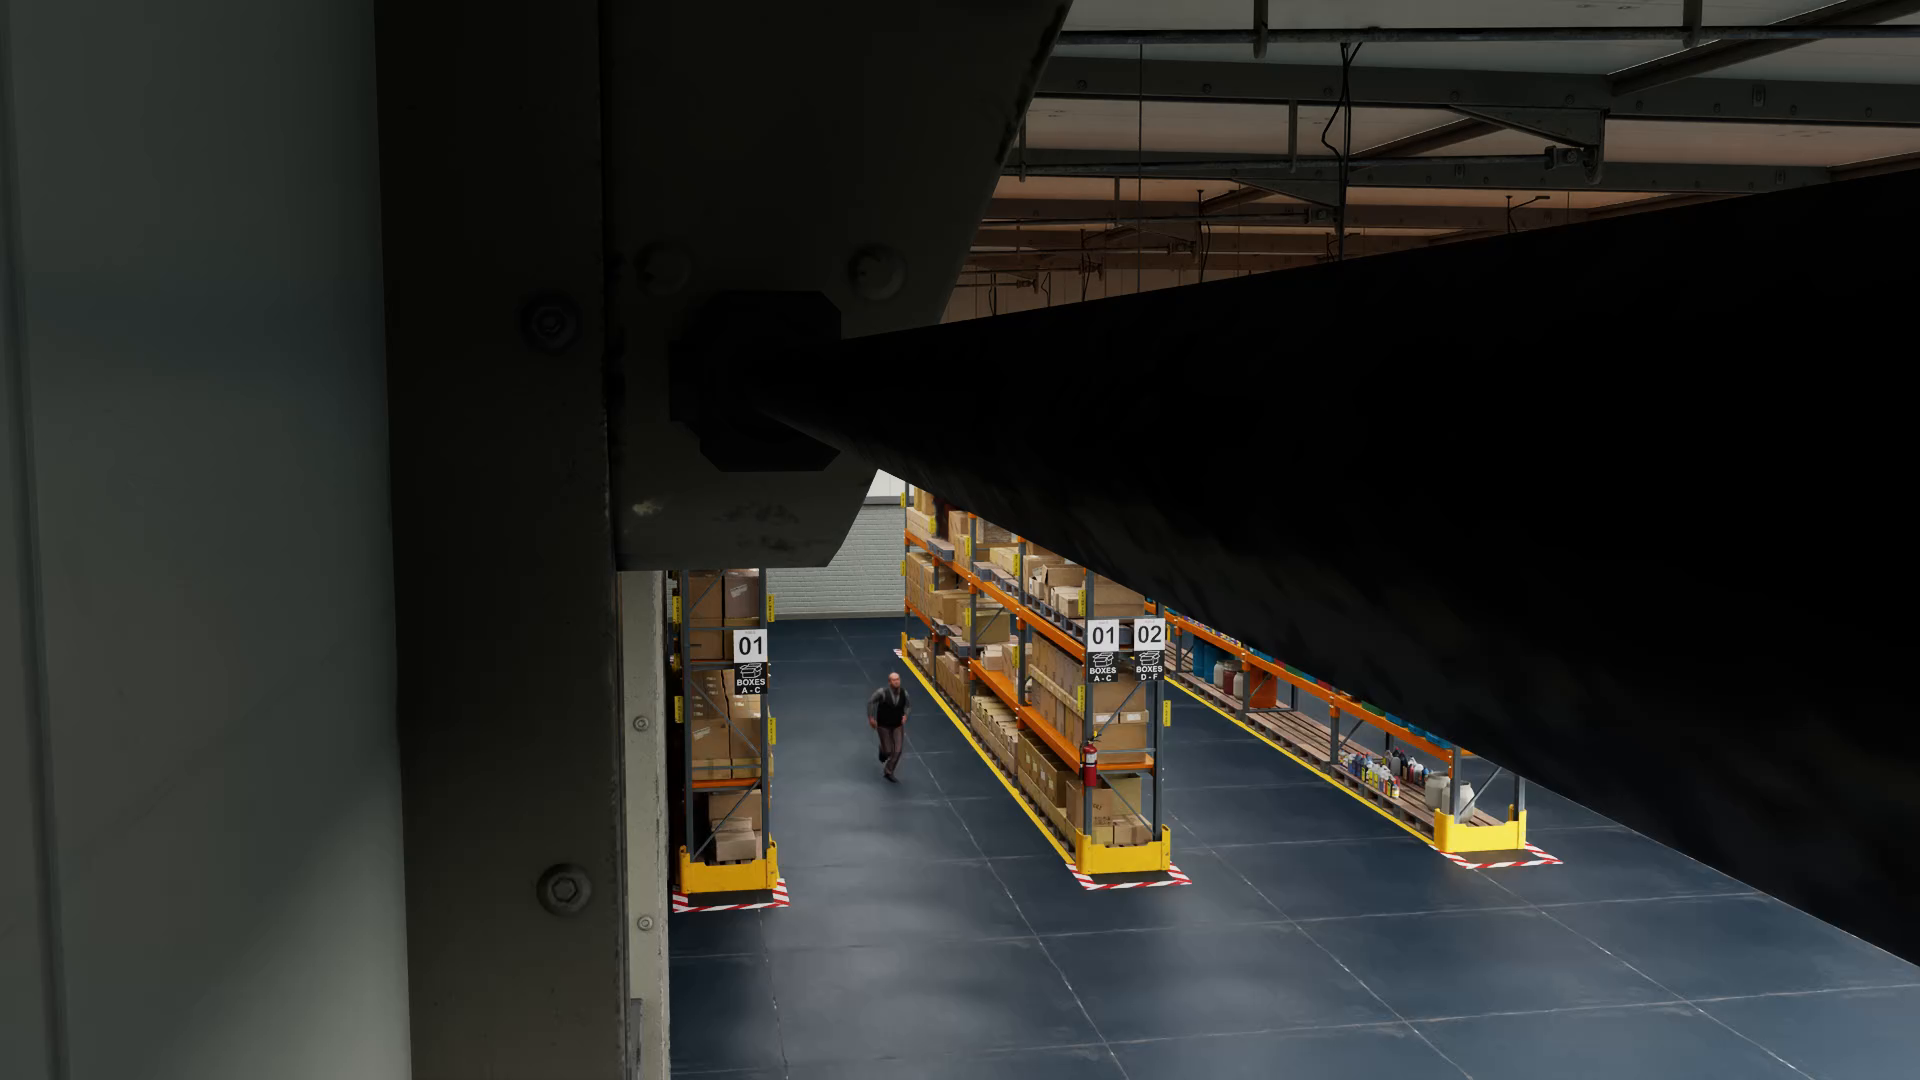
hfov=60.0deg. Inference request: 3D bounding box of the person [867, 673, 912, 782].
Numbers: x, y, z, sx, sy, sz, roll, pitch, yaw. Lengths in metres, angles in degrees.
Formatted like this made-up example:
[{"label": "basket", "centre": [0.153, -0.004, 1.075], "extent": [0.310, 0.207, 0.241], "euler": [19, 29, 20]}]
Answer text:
[{"label": "person", "centre": [-1.073, 2.868, 25.594], "extent": [0.691, 1.681, 0.691], "euler": [-2, 6, -20]}]
